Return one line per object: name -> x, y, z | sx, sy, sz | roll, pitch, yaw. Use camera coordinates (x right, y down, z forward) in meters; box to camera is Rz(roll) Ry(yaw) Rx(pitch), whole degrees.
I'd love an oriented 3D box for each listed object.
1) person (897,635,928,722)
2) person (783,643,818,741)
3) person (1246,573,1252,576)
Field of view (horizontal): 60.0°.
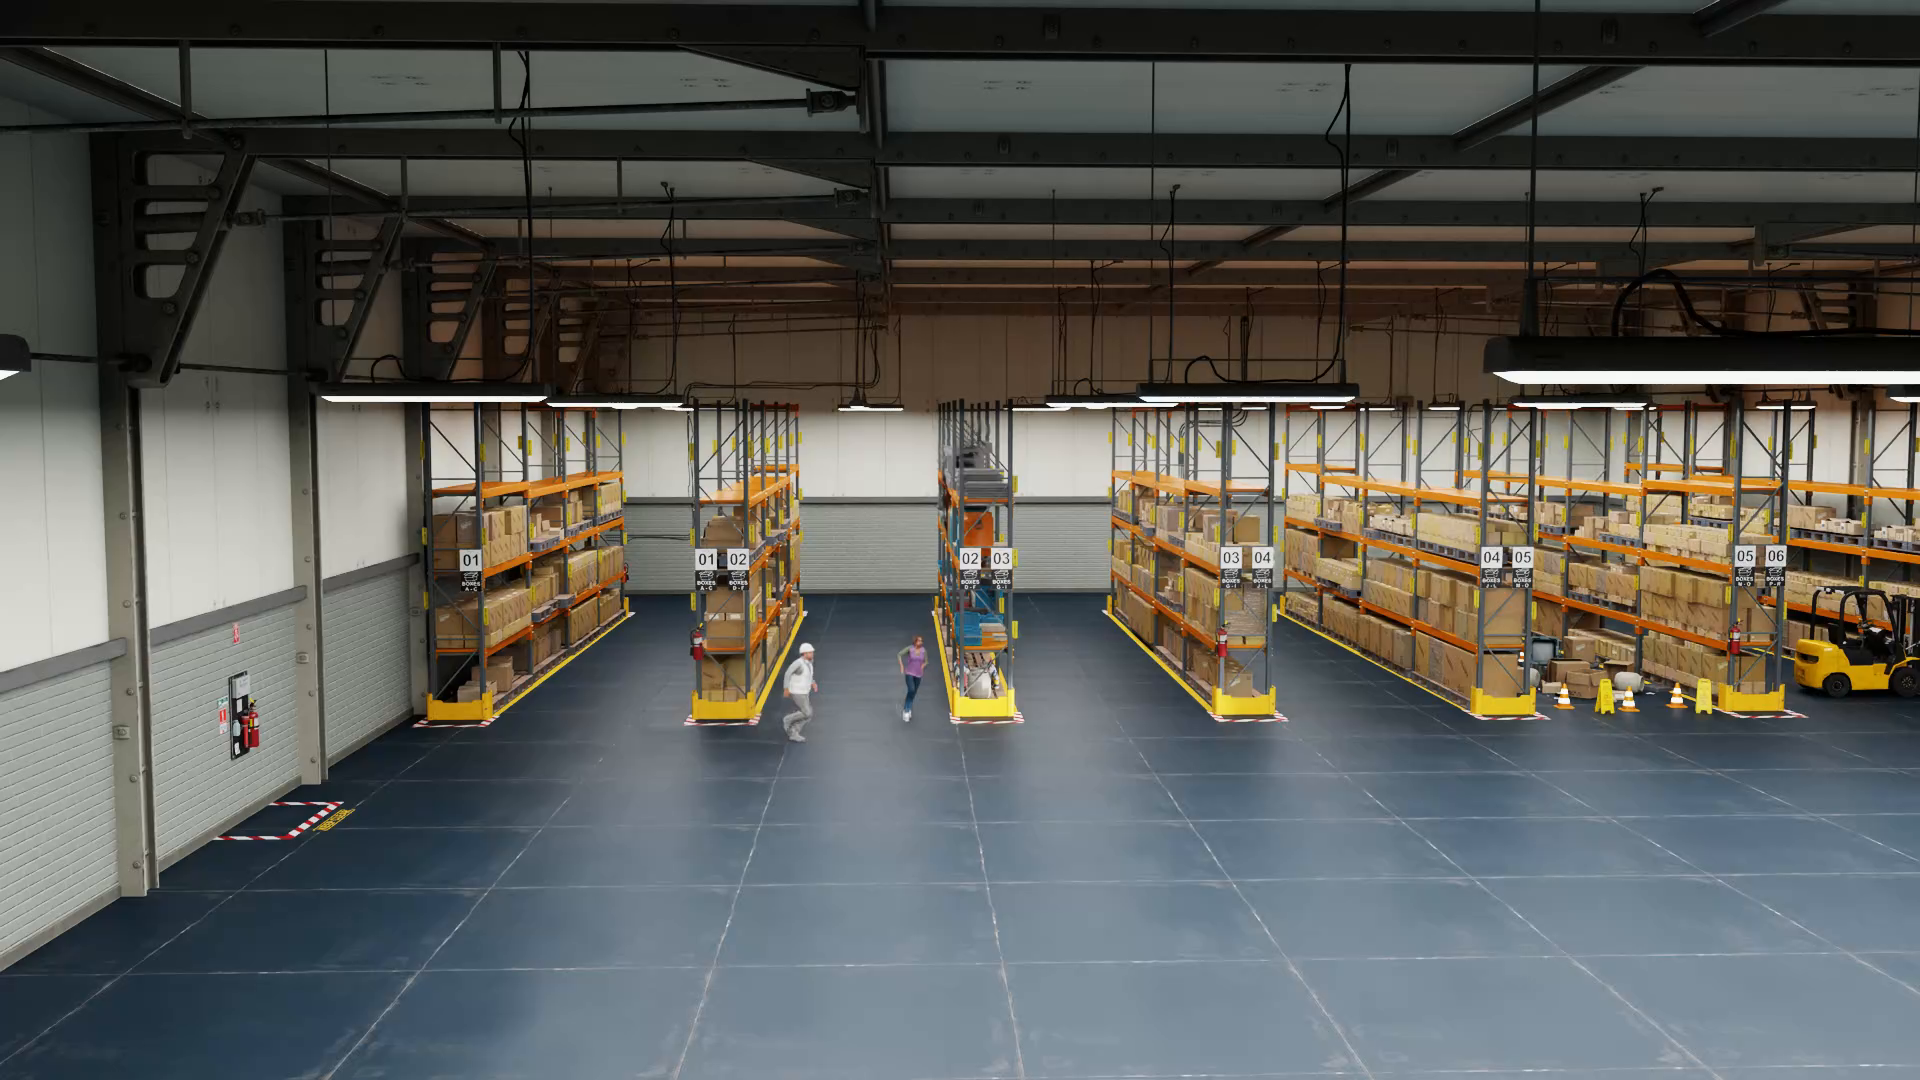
person -> -0.876, 2.567, 31.227 | 0.549, 1.599, 0.728 | -2, 5, -24
person -> -2.803, 2.659, 29.139 | 0.618, 1.711, 0.657 | 1, 5, 18
person -> 8.046, 1.220, 47.922 | 0.745, 1.707, 1.018 | 2, 5, 28
